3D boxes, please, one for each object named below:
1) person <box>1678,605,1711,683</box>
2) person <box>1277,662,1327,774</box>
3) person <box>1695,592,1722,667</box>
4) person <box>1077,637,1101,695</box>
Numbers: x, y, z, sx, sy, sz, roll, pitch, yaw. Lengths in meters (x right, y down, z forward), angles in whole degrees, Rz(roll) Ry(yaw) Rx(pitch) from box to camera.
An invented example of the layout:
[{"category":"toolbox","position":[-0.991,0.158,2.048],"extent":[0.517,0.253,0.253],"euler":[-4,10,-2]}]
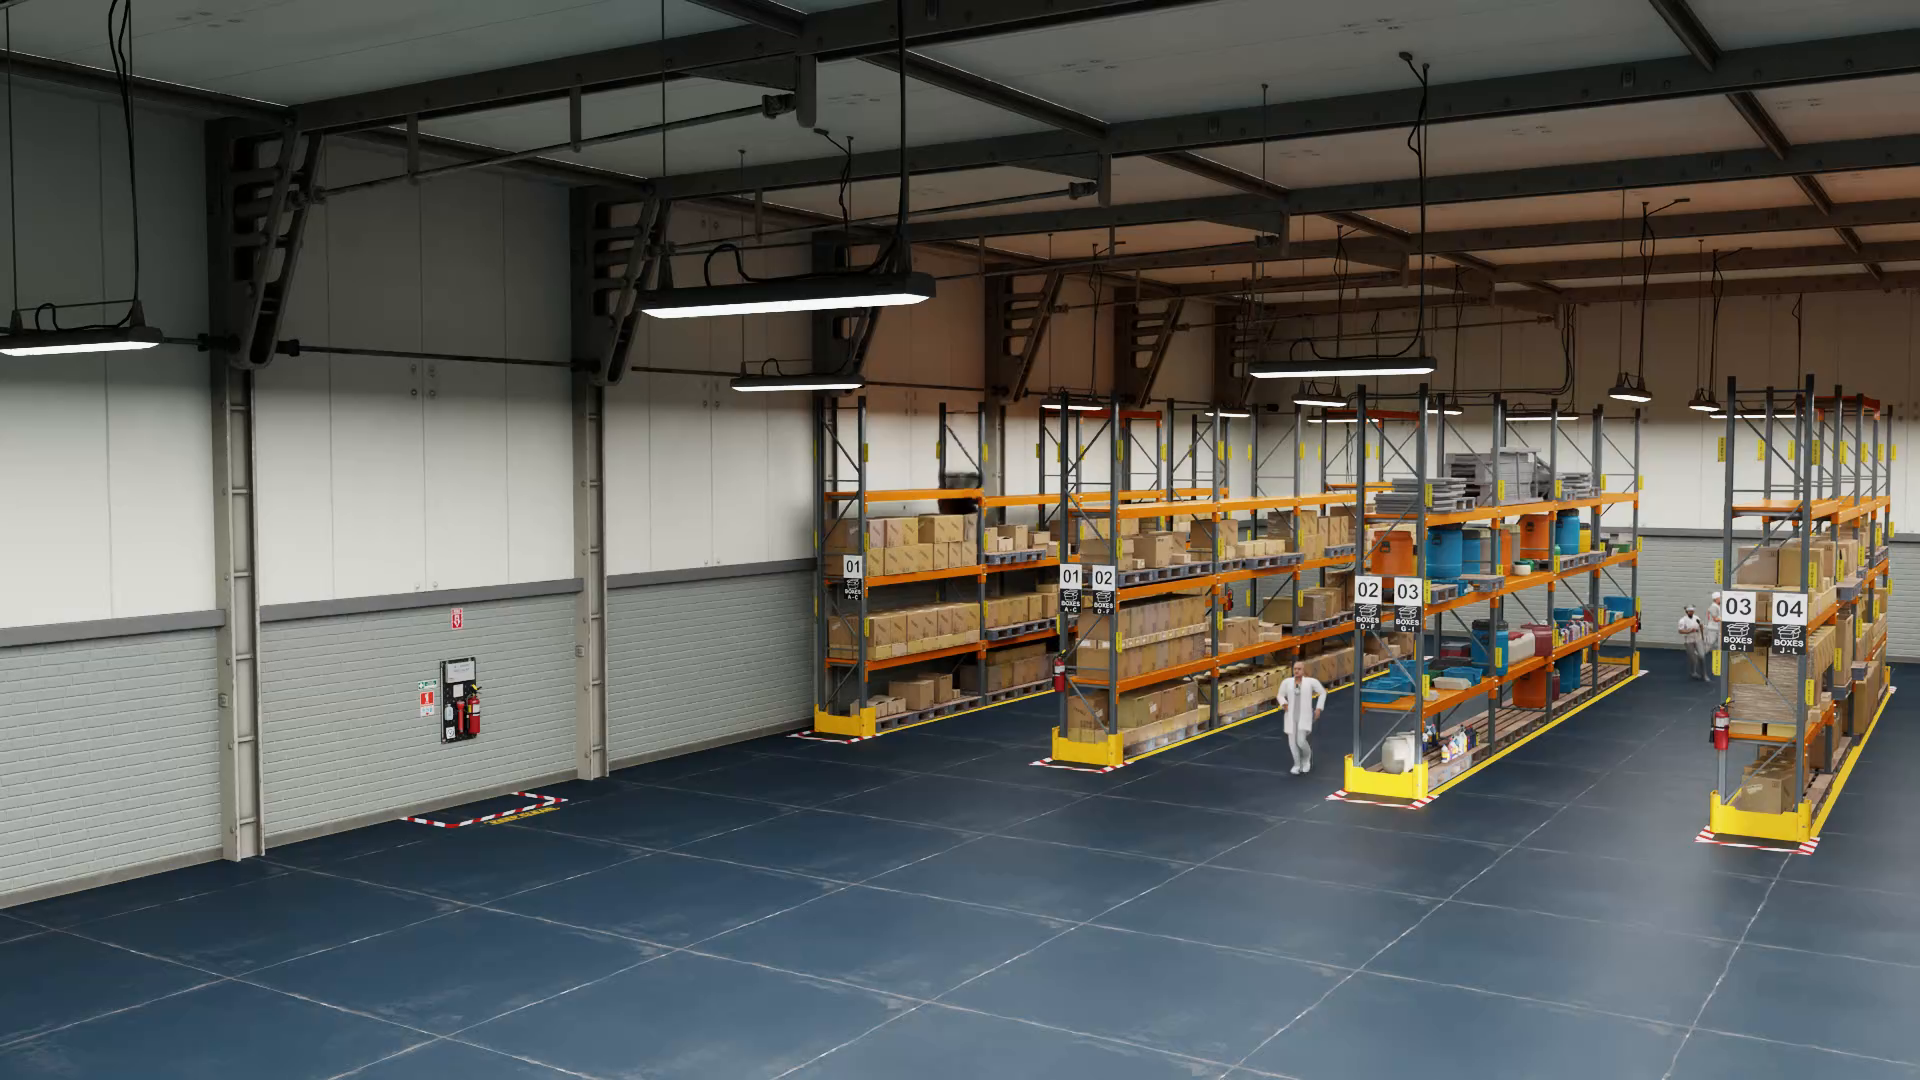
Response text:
[{"category":"person","position":[16.129,2.263,36.627],"extent":[0.653,1.719,0.730],"euler":[1,3,10]},{"category":"person","position":[5.266,2.770,25.814],"extent":[0.732,1.755,0.672],"euler":[1,3,26]},{"category":"person","position":[17.236,2.079,37.986],"extent":[0.993,1.783,0.663],"euler":[2,4,38]},{"category":"person","position":[2.589,2.183,32.000],"extent":[0.666,1.869,0.723],"euler":[1,3,21]}]
